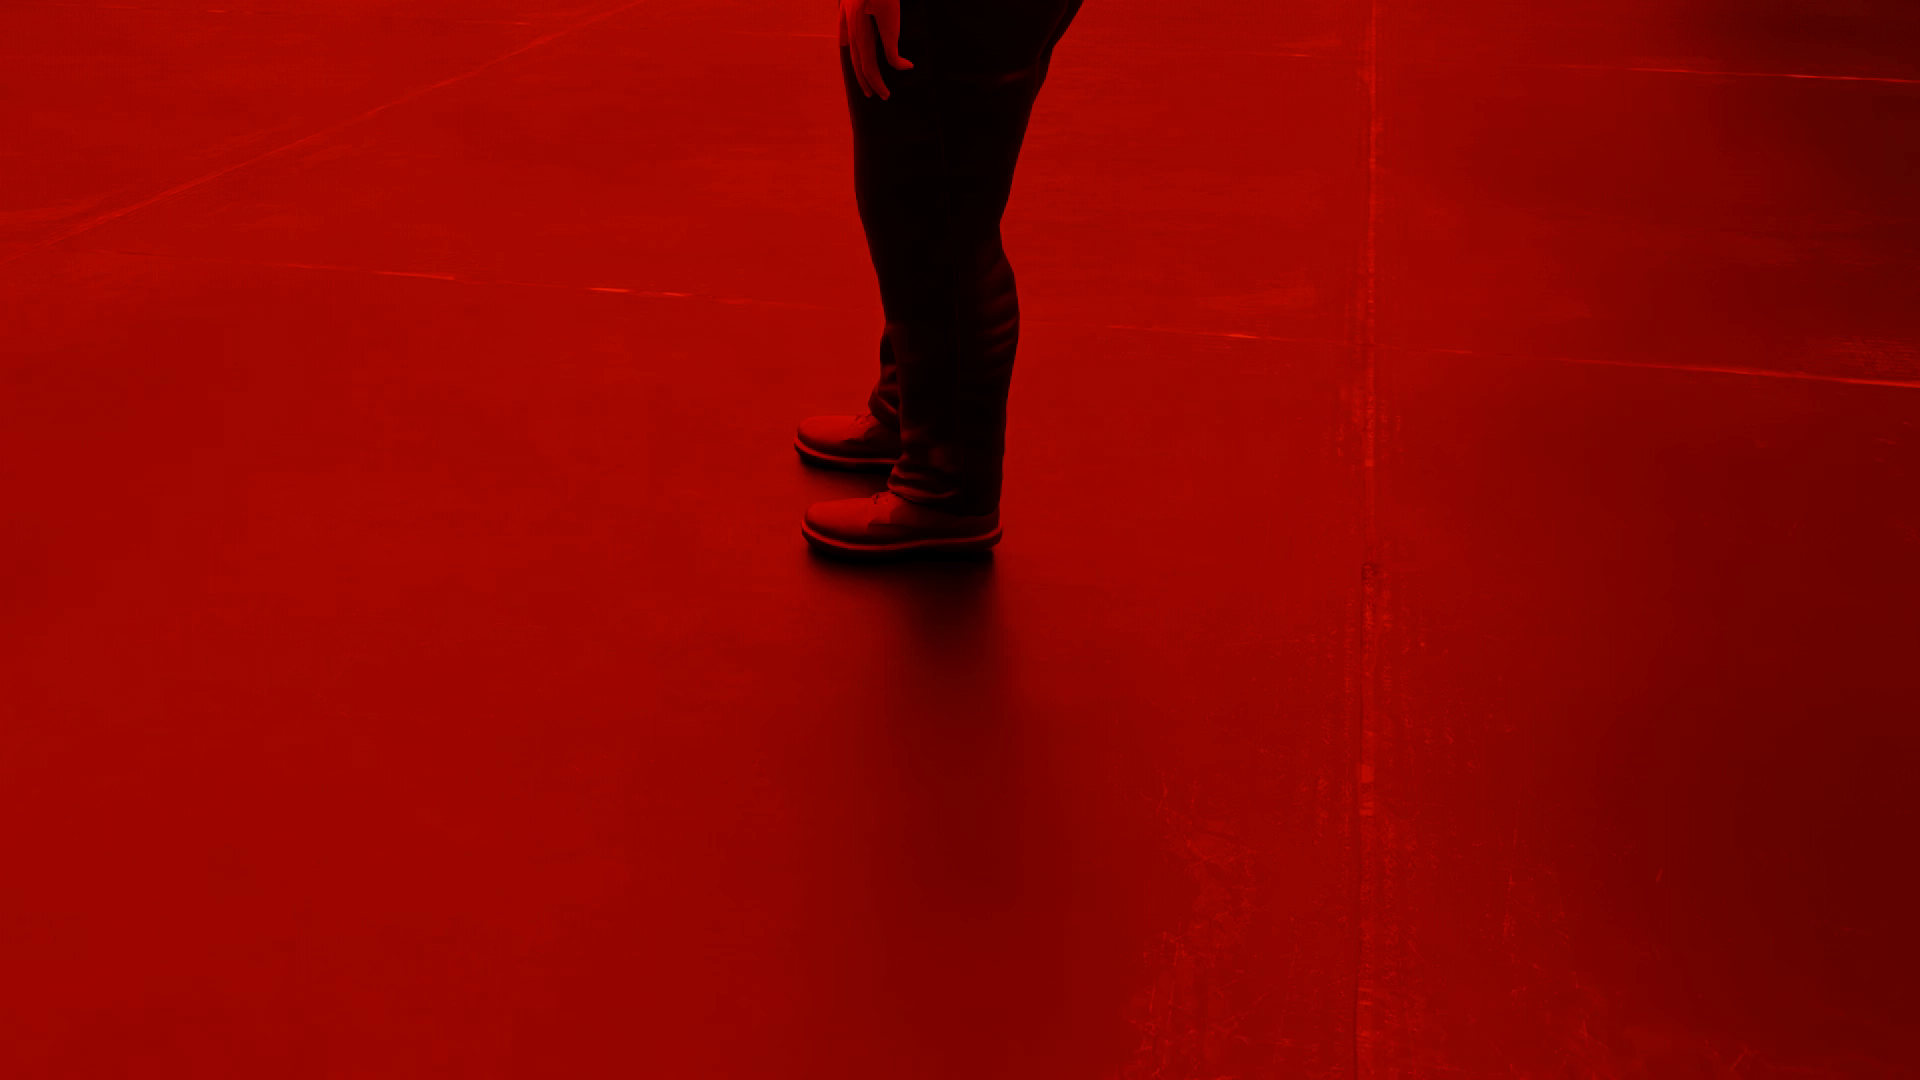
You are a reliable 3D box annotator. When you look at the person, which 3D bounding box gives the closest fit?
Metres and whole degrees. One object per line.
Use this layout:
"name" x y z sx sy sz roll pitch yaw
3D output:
"person" -0.083 -0.761 2.164 0.502 1.651 0.598 6 27 11
